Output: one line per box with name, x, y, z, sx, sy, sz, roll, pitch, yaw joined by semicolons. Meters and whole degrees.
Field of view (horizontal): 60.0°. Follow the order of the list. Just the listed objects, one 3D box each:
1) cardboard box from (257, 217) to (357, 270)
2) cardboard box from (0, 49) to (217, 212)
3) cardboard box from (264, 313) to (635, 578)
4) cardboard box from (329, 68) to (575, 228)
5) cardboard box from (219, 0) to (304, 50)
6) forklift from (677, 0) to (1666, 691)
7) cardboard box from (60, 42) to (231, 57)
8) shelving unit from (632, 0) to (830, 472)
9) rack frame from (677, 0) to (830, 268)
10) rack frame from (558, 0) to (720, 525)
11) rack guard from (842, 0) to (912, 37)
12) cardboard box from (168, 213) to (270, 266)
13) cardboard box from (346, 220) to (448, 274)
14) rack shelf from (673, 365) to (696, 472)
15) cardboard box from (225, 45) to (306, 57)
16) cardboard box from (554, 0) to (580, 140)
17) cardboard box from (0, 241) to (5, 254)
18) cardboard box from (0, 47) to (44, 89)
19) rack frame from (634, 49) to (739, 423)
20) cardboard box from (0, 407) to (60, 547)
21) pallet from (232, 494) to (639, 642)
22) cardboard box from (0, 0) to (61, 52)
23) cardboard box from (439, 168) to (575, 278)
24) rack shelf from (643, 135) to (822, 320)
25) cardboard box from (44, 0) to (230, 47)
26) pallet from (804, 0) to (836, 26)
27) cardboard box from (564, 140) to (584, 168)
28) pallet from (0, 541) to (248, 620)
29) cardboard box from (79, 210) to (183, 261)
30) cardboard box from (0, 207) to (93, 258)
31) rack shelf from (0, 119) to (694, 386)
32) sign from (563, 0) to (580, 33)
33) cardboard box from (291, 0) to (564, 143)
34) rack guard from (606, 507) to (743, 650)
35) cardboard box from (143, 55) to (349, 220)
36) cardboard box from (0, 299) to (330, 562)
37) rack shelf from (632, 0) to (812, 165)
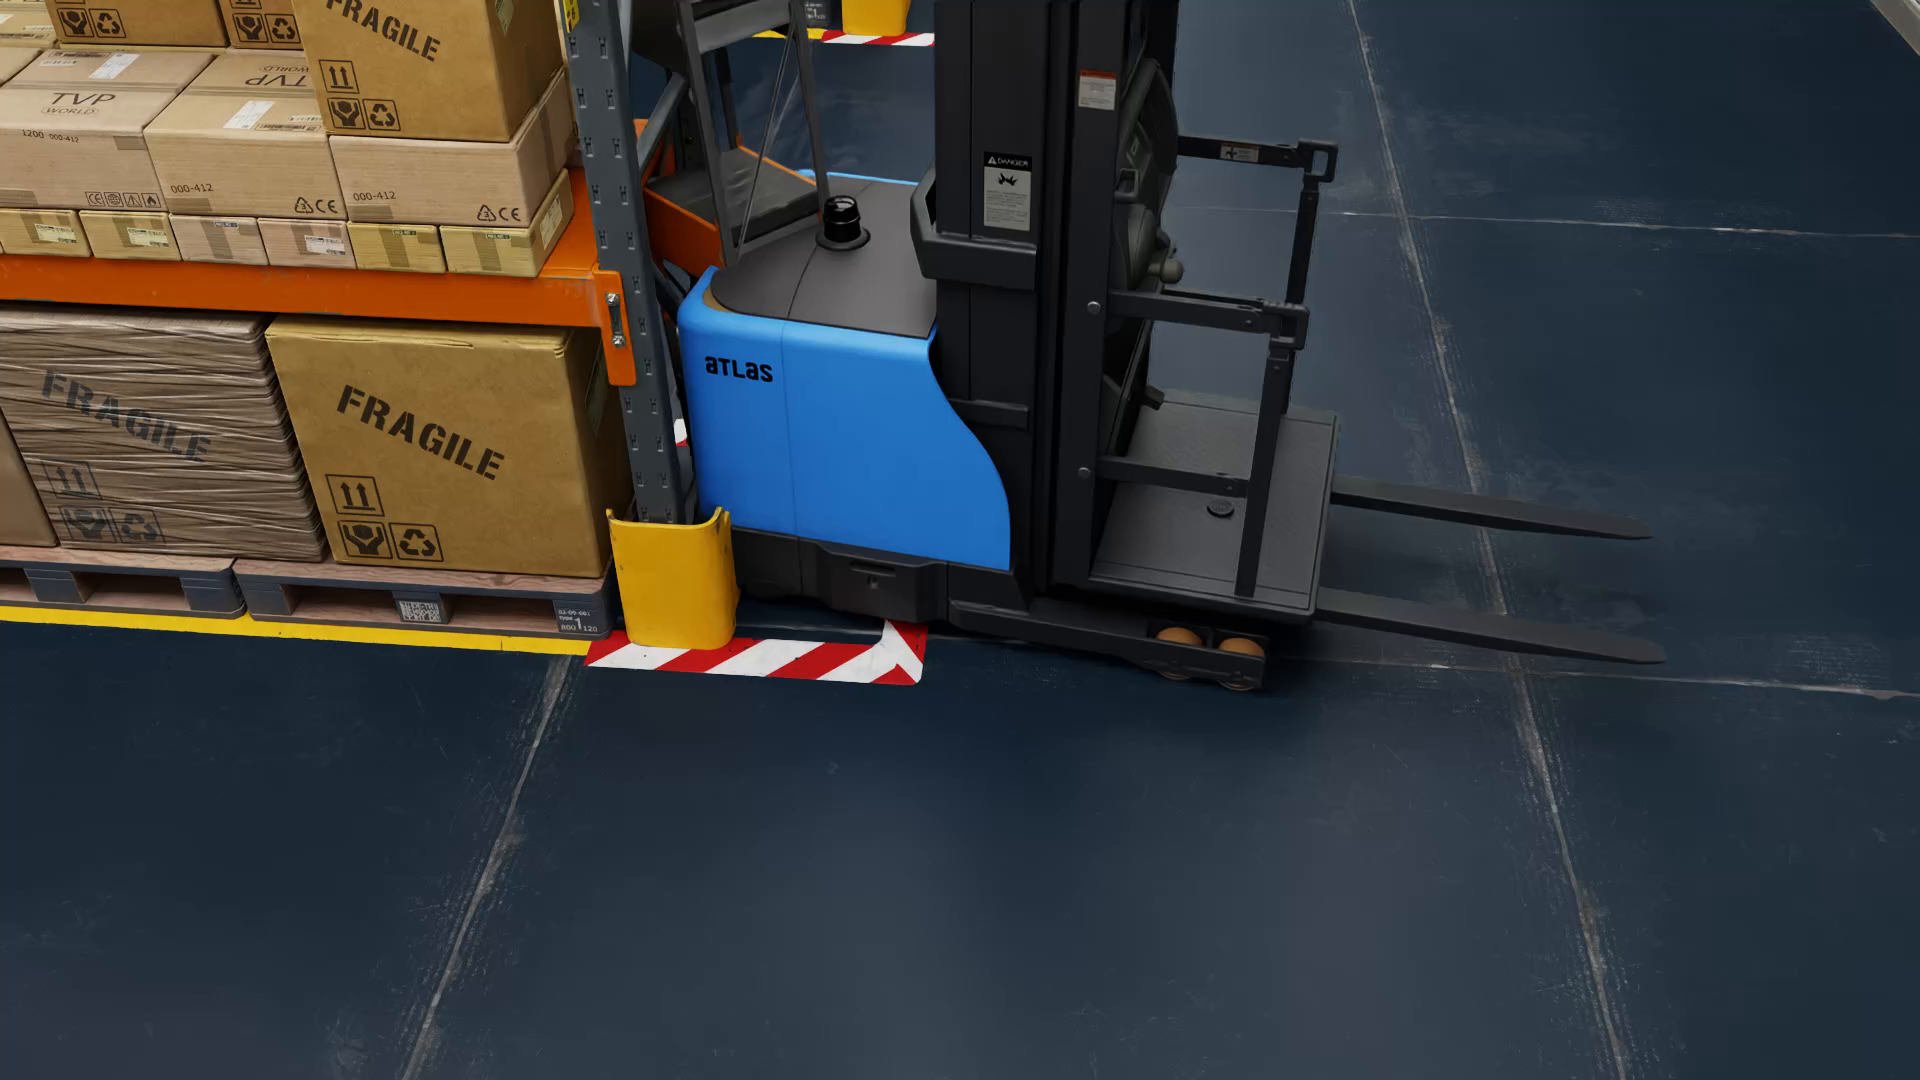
cardboard box;-1.778;-0.929;4.714;0.250;0.149;0.380;3;39;4
cardboard box;-2.403;-1.159;4.680;0.500;0.250;0.500;2;39;2
cardboard box;-1.529;-0.510;5.351;0.875;0.875;0.875;3;39;4
cardboard box;-1.390;-1.103;4.612;0.500;0.250;0.500;3;39;3
cardboard box;-1.838;-1.758;4.822;0.500;0.500;0.500;2;39;3
forklift;0.718;-1.041;4.707;3.031;2.935;1.130;9;40;11
cardboard box;-2.358;-1.493;5.092;0.500;0.250;0.500;2;39;2
shelving unit;-0.703;-0.939;5.332;0.431;2.100;0.503;-30;44;-28
rack frame;-0.546;-0.836;5.177;0.400;2.100;0.015;-30;44;-28
rack frame;-0.885;-1.186;4.831;0.127;3.000;1.000;3;39;4
rack guard;-0.432;-3.339;9.456;0.348;0.500;1.175;3;39;4
cardboard box;-2.027;-0.943;4.731;0.250;0.149;0.380;4;39;5
cardboard box;-1.527;-0.914;4.696;0.250;0.149;0.380;4;39;4
rack shelf;-0.648;-0.374;5.765;0.431;0.518;0.480;-30;44;-28
cardboard box;-1.858;-1.464;5.055;0.500;0.250;0.500;3;39;3
cardboard box;-1.340;-1.440;5.026;0.500;0.250;0.500;2;39;3
cardboard box;-2.791;-0.985;4.783;0.250;0.149;0.380;4;39;5
cardboard box;-2.922;-1.184;4.712;0.500;0.250;0.500;3;39;4
rack frame;-0.860;-1.043;5.488;0.400;2.100;0.015;-30;44;-28
cardboard box;-3.323;-0.608;5.471;0.875;0.875;0.875;3;39;4
pallet;-1.688;-0.099;5.705;1.213;0.211;1.003;3;39;4
cardboard box;-2.879;-1.518;5.123;0.500;0.250;0.500;2;39;3
cardboard box;-1.268;-0.901;4.680;0.250;0.149;0.380;4;39;5
rack shelf;-0.702;-0.929;5.340;0.431;0.518;0.480;-30;44;-28
cardboard box;-2.354;-1.782;4.852;0.500;0.500;0.500;2;39;3
pallet;-1.276;-3.289;9.624;1.213;0.211;1.003;3;39;4
cardboard box;-1.210;-1.316;5.189;0.250;0.149;0.380;4;39;4
pallet;-2.900;-0.167;5.788;1.213;0.211;1.003;3;39;4
cardboard box;-2.286;-0.956;4.747;0.250;0.149;0.380;2;39;3
cardboard box;-2.544;-0.970;4.764;0.250;0.149;0.380;3;39;4
rack shelf;-2.877;-1.016;5.192;4.000;0.370;1.077;3;39;4
sign;-0.945;-1.387;3.973;0.005;0.325;0.100;3;39;4
cardboard box;-1.393;-1.396;4.378;0.500;0.500;0.500;4;39;4
rack guard;-0.861;-0.216;5.619;0.348;0.500;1.175;3;39;4
cardboard box;-1.896;-1.131;4.647;0.500;0.250;0.500;2;39;3
cardboard box;-2.436;-0.559;5.411;0.875;0.875;0.875;3;39;4
rack shelf;-0.755;-1.483;4.916;0.431;0.518;0.480;-30;44;-28
